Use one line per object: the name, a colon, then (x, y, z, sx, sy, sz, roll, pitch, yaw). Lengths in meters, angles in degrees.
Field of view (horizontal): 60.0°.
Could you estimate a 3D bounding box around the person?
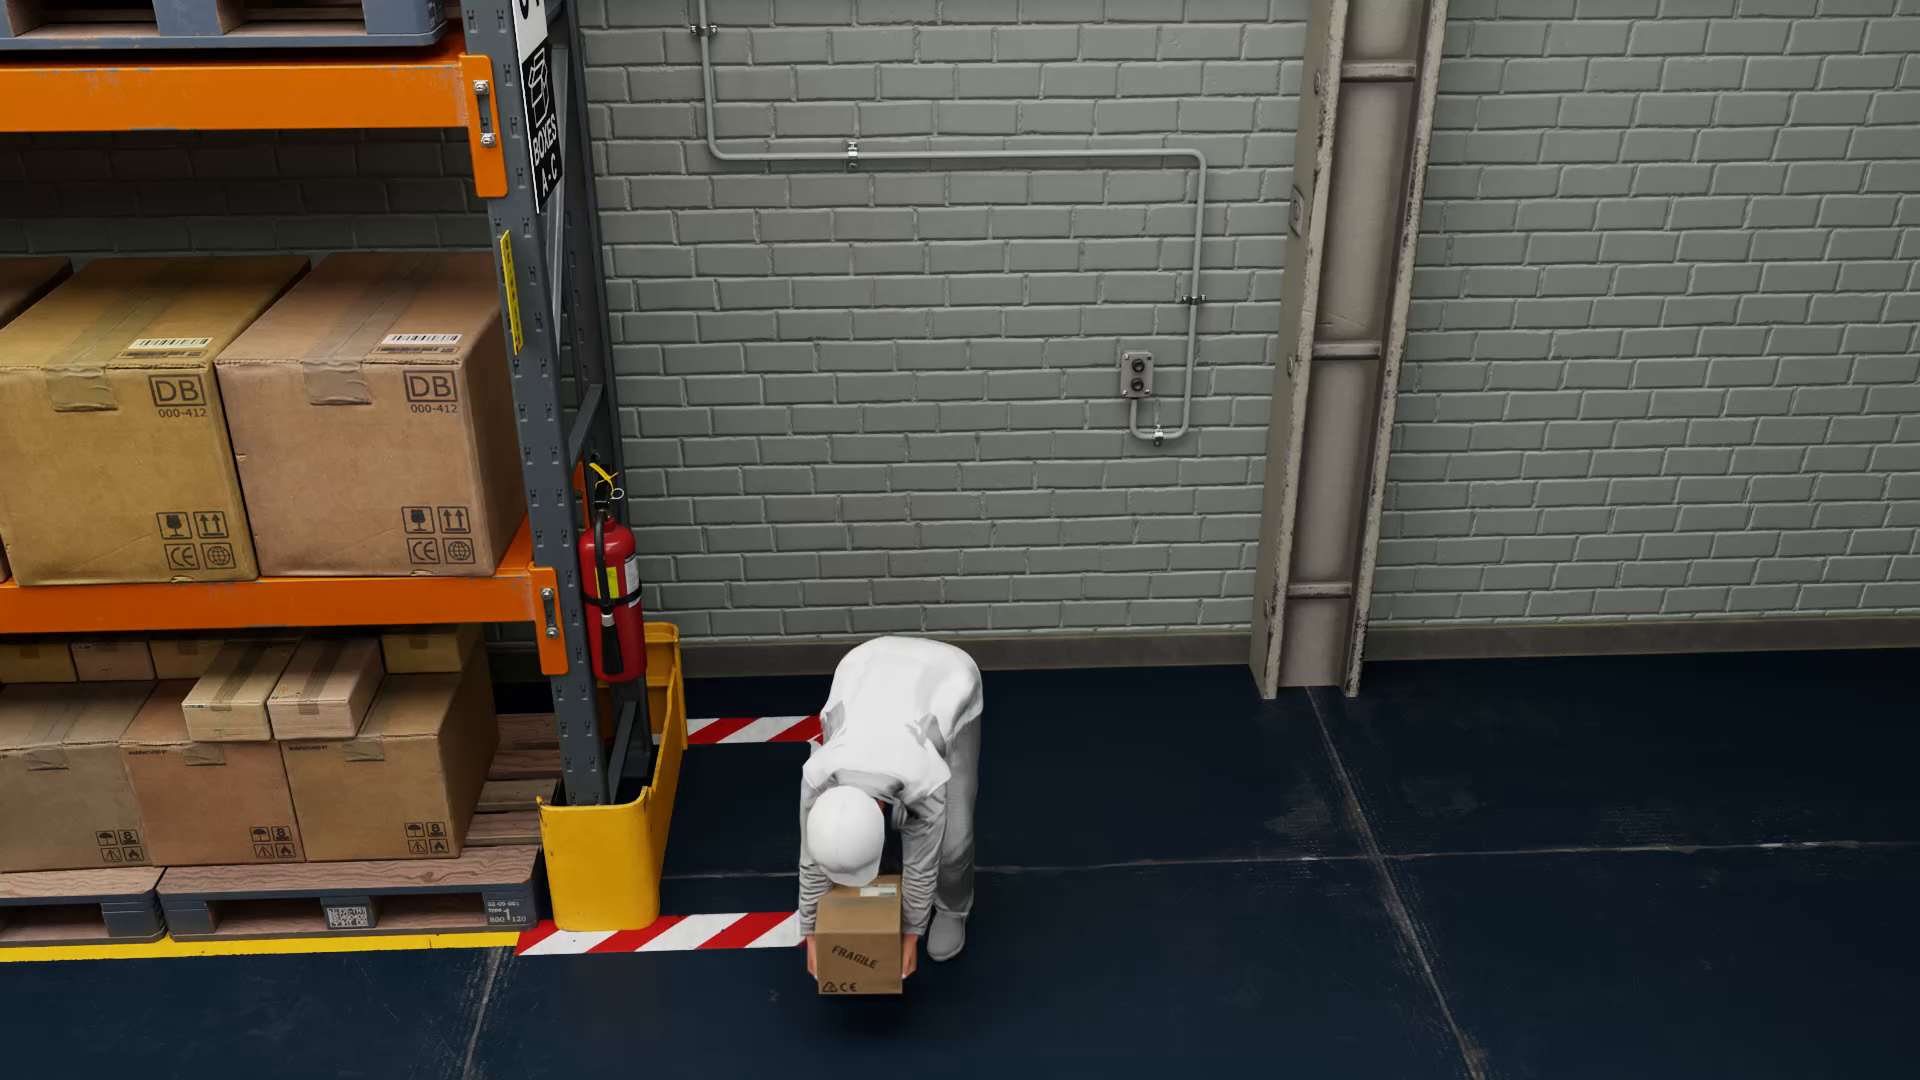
person: (-0.225, 0.906, 5.098, 0.485, 1.077, 1.010, 7, 28, 14)
